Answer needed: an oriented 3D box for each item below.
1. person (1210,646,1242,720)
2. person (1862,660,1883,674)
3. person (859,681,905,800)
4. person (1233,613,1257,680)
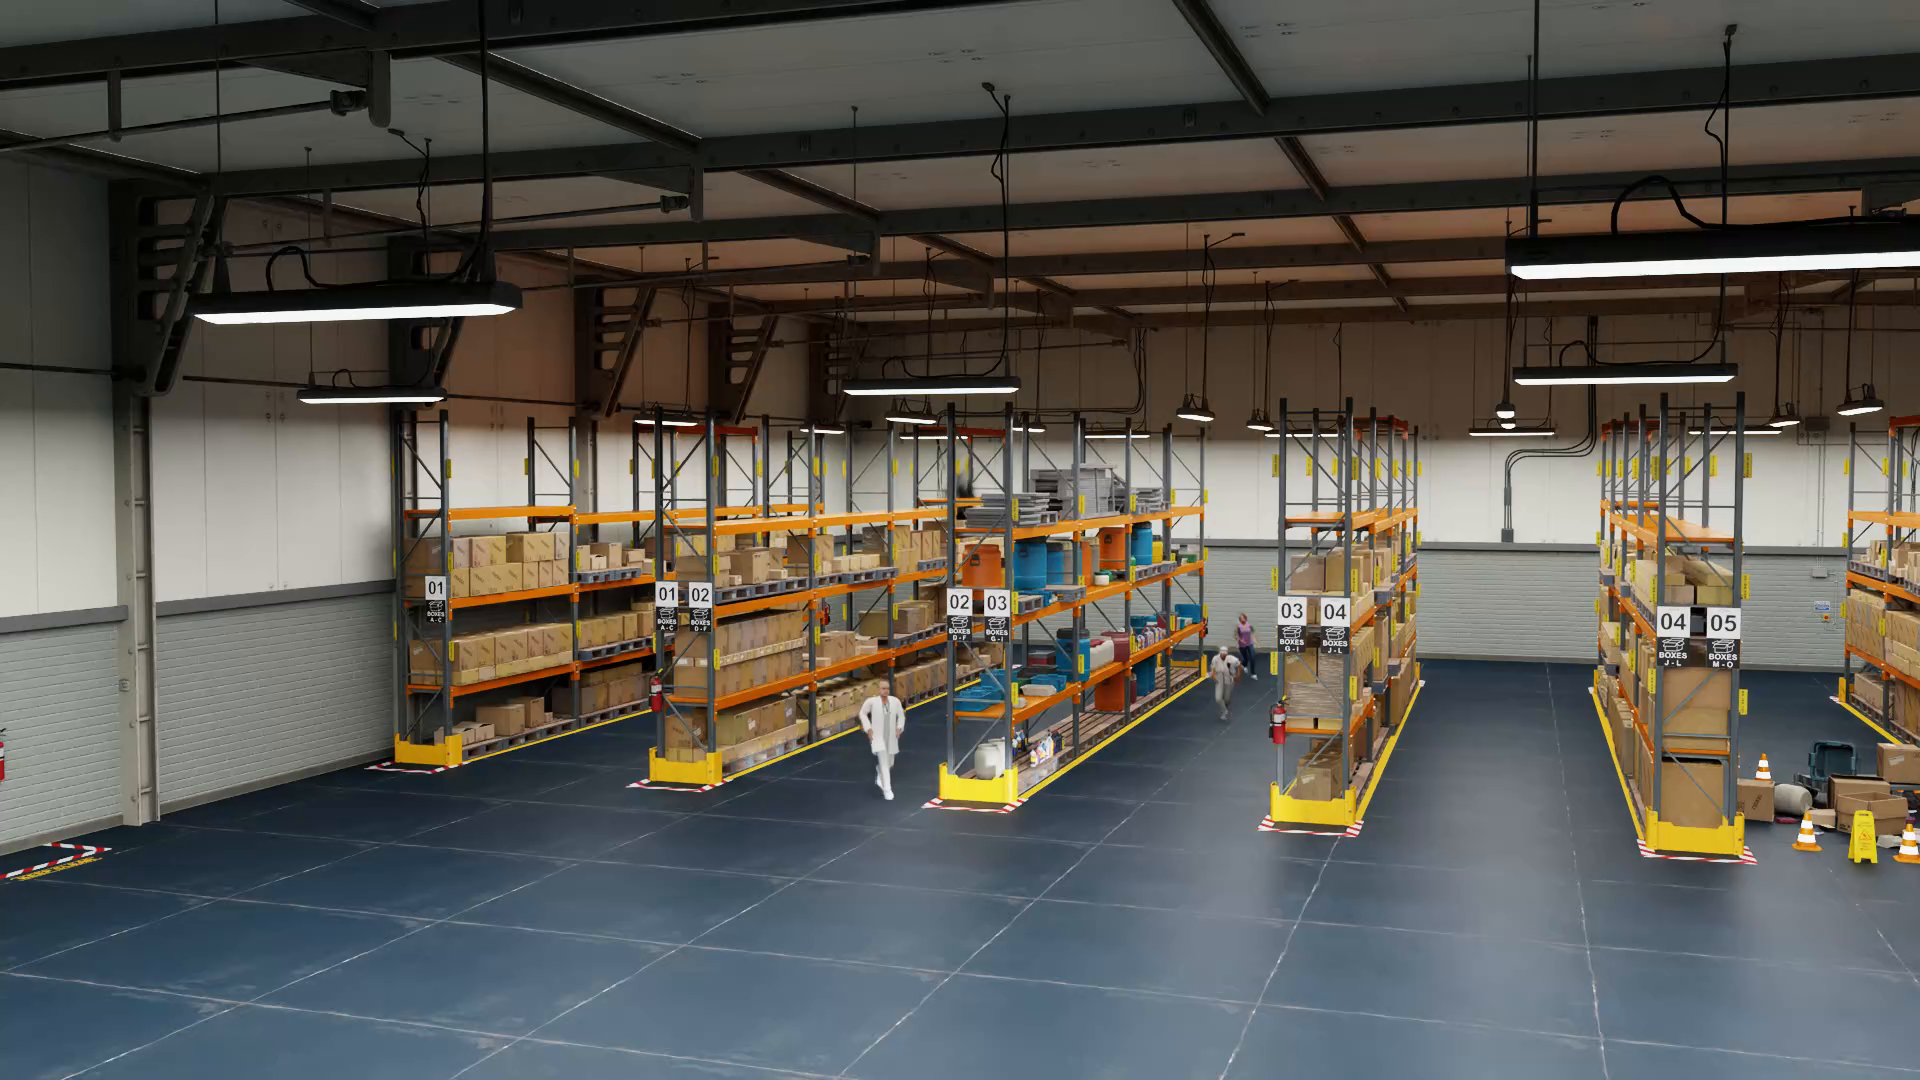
[{"bbox_3d":[5.308,2.843,33.132,0.628,1.523,0.861,1,3,17],"label":"person"},{"bbox_3d":[20.135,2.557,36.600,0.838,1.773,0.762,2,3,43],"label":"person"},{"bbox_3d":[-1.191,3.039,25.545,0.695,1.771,0.929,-1,3,-21],"label":"person"},{"bbox_3d":[6.797,2.533,39.700,0.580,1.565,0.784,0,2,-5],"label":"person"}]
